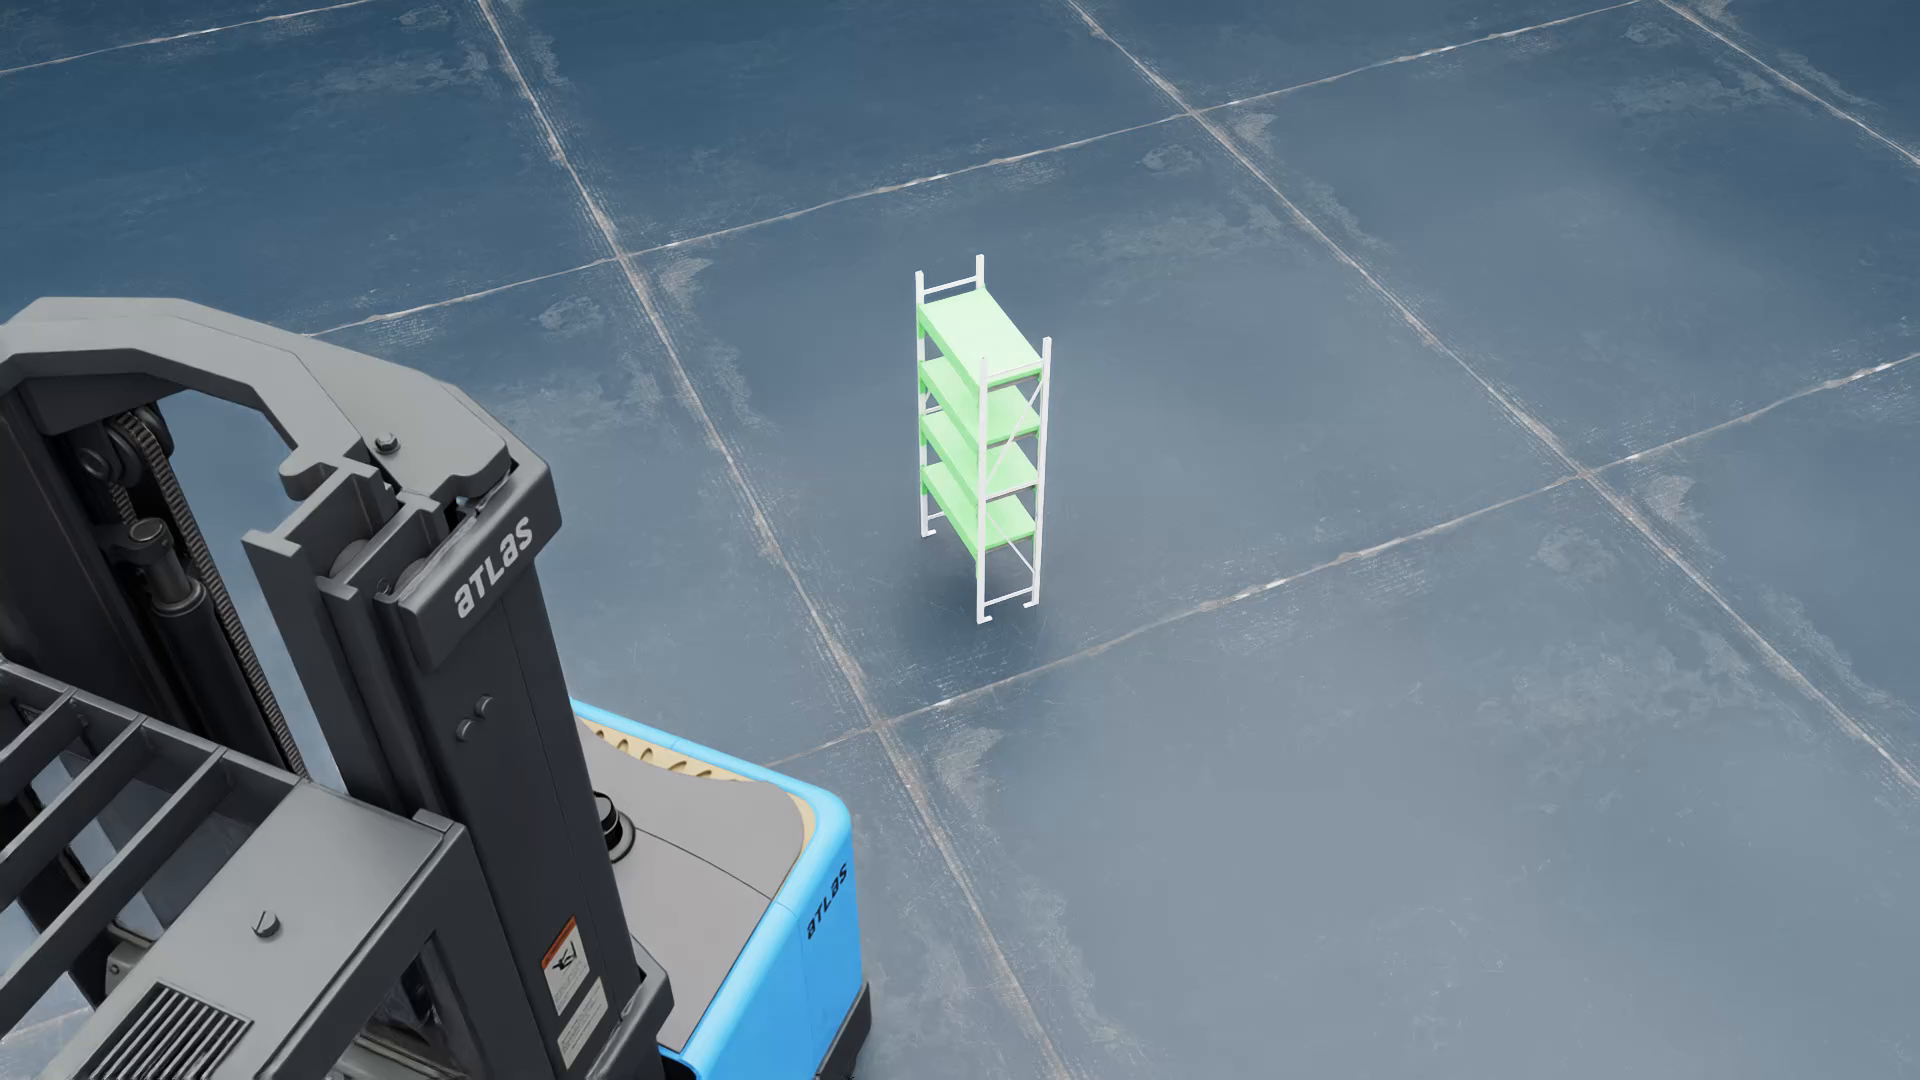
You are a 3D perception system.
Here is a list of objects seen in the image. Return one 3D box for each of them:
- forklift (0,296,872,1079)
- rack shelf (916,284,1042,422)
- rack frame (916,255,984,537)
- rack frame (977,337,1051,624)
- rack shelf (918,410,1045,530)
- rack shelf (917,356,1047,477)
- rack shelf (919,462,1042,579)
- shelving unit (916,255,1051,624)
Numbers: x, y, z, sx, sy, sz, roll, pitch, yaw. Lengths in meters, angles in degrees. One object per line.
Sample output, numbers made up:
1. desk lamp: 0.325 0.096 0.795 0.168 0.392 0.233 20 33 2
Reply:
1. forklift: -1.303 1.173 2.975 1.130 2.935 3.031 17 47 16
2. rack shelf: 0.070 -0.618 5.429 0.258 0.148 0.480 -18 47 -17
3. rack frame: -0.033 -0.477 5.879 0.240 1.200 0.015 -18 47 -17
4. rack frame: 0.172 -0.166 5.564 0.240 1.200 0.015 -18 47 -17
5. rack shelf: 0.070 -0.276 5.767 0.258 0.148 0.480 -18 47 -17
6. rack shelf: 0.070 -0.447 5.598 0.258 0.148 0.480 -18 47 -17
7. rack shelf: 0.070 -0.105 5.935 0.258 0.148 0.480 -18 47 -17
8. shelving unit: 0.070 -0.322 5.722 0.258 1.200 0.503 -18 47 -17
